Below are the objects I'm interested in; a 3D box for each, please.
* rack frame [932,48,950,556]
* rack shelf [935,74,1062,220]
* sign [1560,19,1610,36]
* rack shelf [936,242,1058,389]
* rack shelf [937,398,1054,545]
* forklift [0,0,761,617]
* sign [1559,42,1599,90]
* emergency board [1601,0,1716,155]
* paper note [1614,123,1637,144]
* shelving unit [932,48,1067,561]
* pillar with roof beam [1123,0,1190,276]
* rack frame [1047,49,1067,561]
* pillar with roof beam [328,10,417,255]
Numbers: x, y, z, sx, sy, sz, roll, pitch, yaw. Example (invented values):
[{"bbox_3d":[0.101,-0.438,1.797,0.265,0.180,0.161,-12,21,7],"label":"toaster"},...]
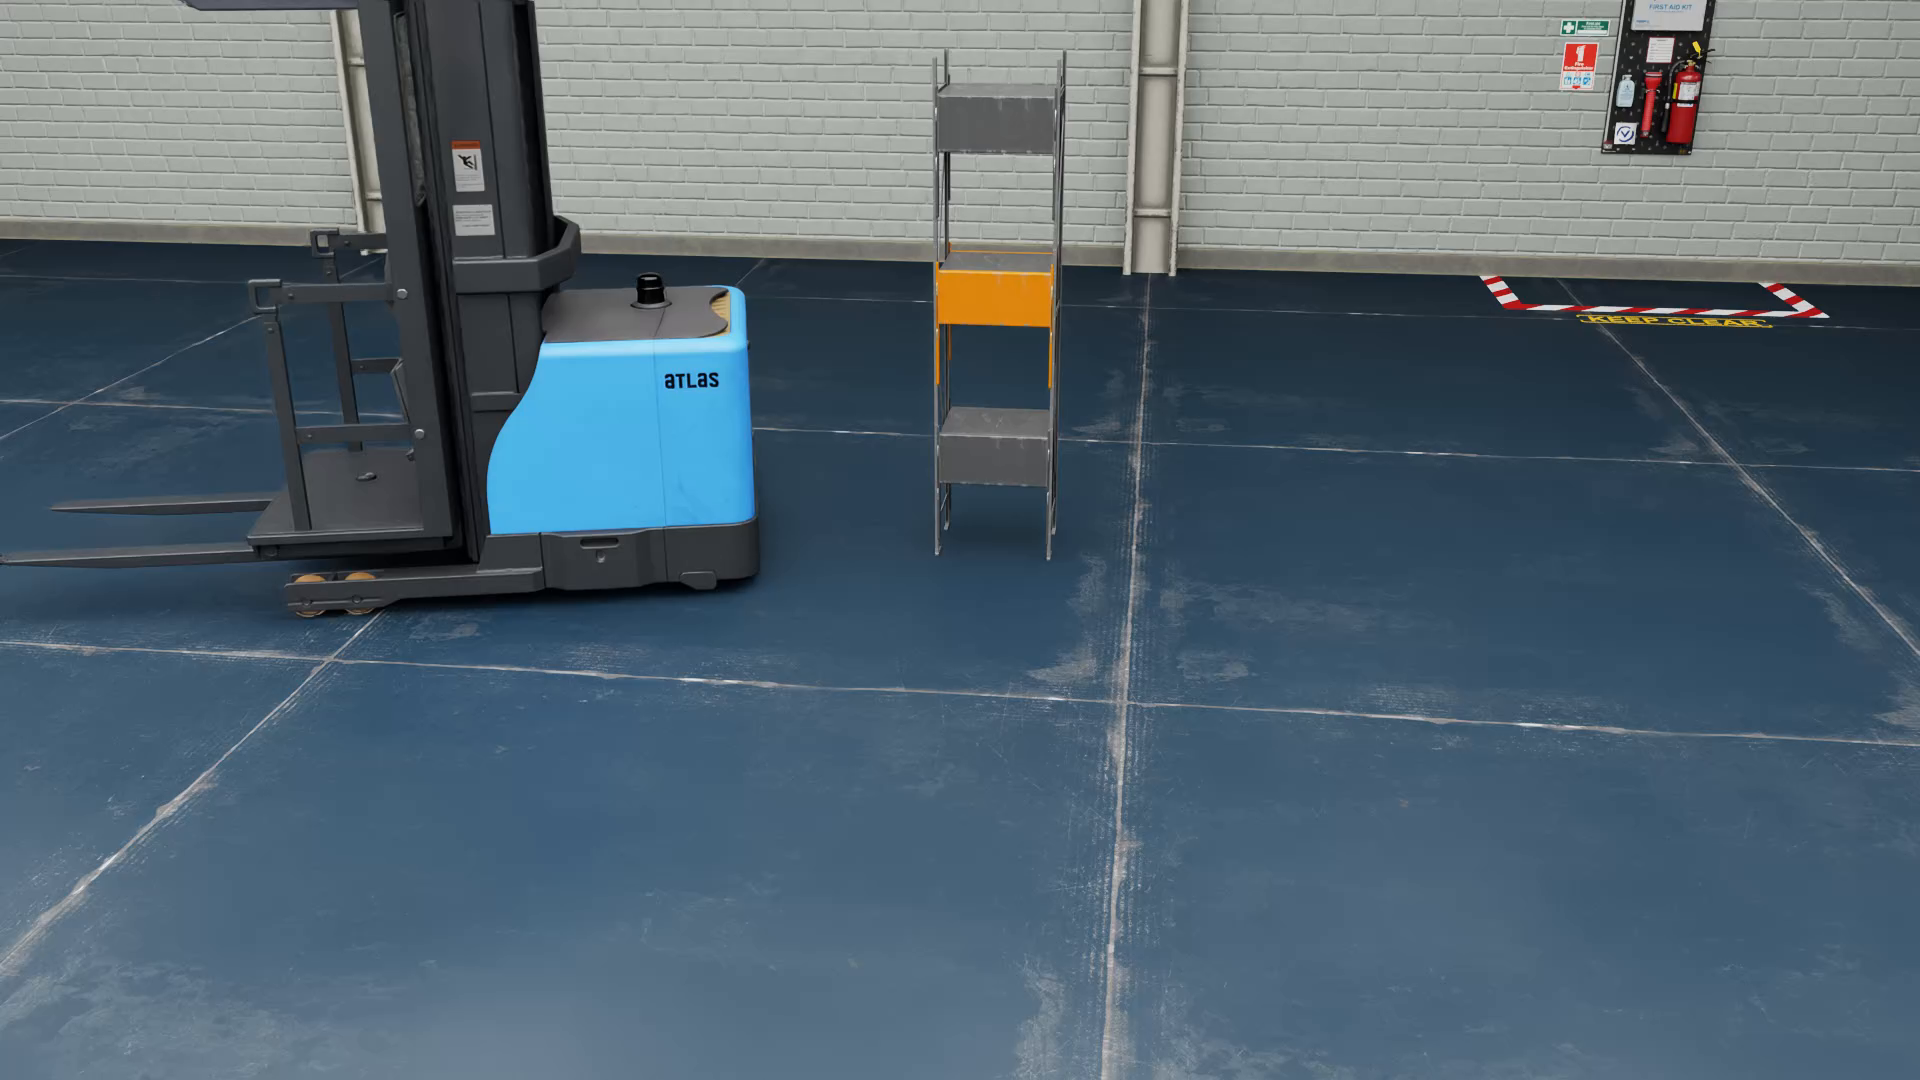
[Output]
[{"bbox_3d":[-0.078,-0.980,7.062,0.015,2.100,0.400,2,22,6],"label":"rack frame"},{"bbox_3d":[0.164,-1.608,6.783,0.480,0.518,0.431,2,22,6],"label":"rack shelf"},{"bbox_3d":[4.413,-3.617,11.740,0.331,0.109,0.001,2,22,6],"label":"sign"},{"bbox_3d":[0.164,-0.957,7.041,0.480,0.518,0.431,2,22,6],"label":"rack shelf"},{"bbox_3d":[0.164,-0.306,7.298,0.480,0.518,0.431,2,22,6],"label":"rack shelf"},{"bbox_3d":[-2.389,-1.261,6.642,3.031,2.935,1.130,-3,22,-7],"label":"forklift"},{"bbox_3d":[4.410,-3.374,11.846,0.234,0.329,0.001,2,22,6],"label":"sign"},{"bbox_3d":[4.947,-3.296,11.697,0.643,1.169,0.194,2,22,6],"label":"emergency board"},{"bbox_3d":[4.779,-2.919,11.942,0.142,0.148,0.016,2,22,6],"label":"paper note"},{"bbox_3d":[0.164,-0.969,7.036,0.503,2.100,0.431,2,22,6],"label":"shelving unit"},{"bbox_3d":[0.931,-4.653,6.969,0.400,9.000,9.100,2,22,6],"label":"pillar with roof beam"},{"bbox_3d":[0.407,-0.959,7.009,0.015,2.100,0.400,2,22,6],"label":"rack frame"},{"bbox_3d":[-5.027,-4.912,7.626,0.400,9.000,9.100,2,22,6],"label":"pillar with roof beam"}]
